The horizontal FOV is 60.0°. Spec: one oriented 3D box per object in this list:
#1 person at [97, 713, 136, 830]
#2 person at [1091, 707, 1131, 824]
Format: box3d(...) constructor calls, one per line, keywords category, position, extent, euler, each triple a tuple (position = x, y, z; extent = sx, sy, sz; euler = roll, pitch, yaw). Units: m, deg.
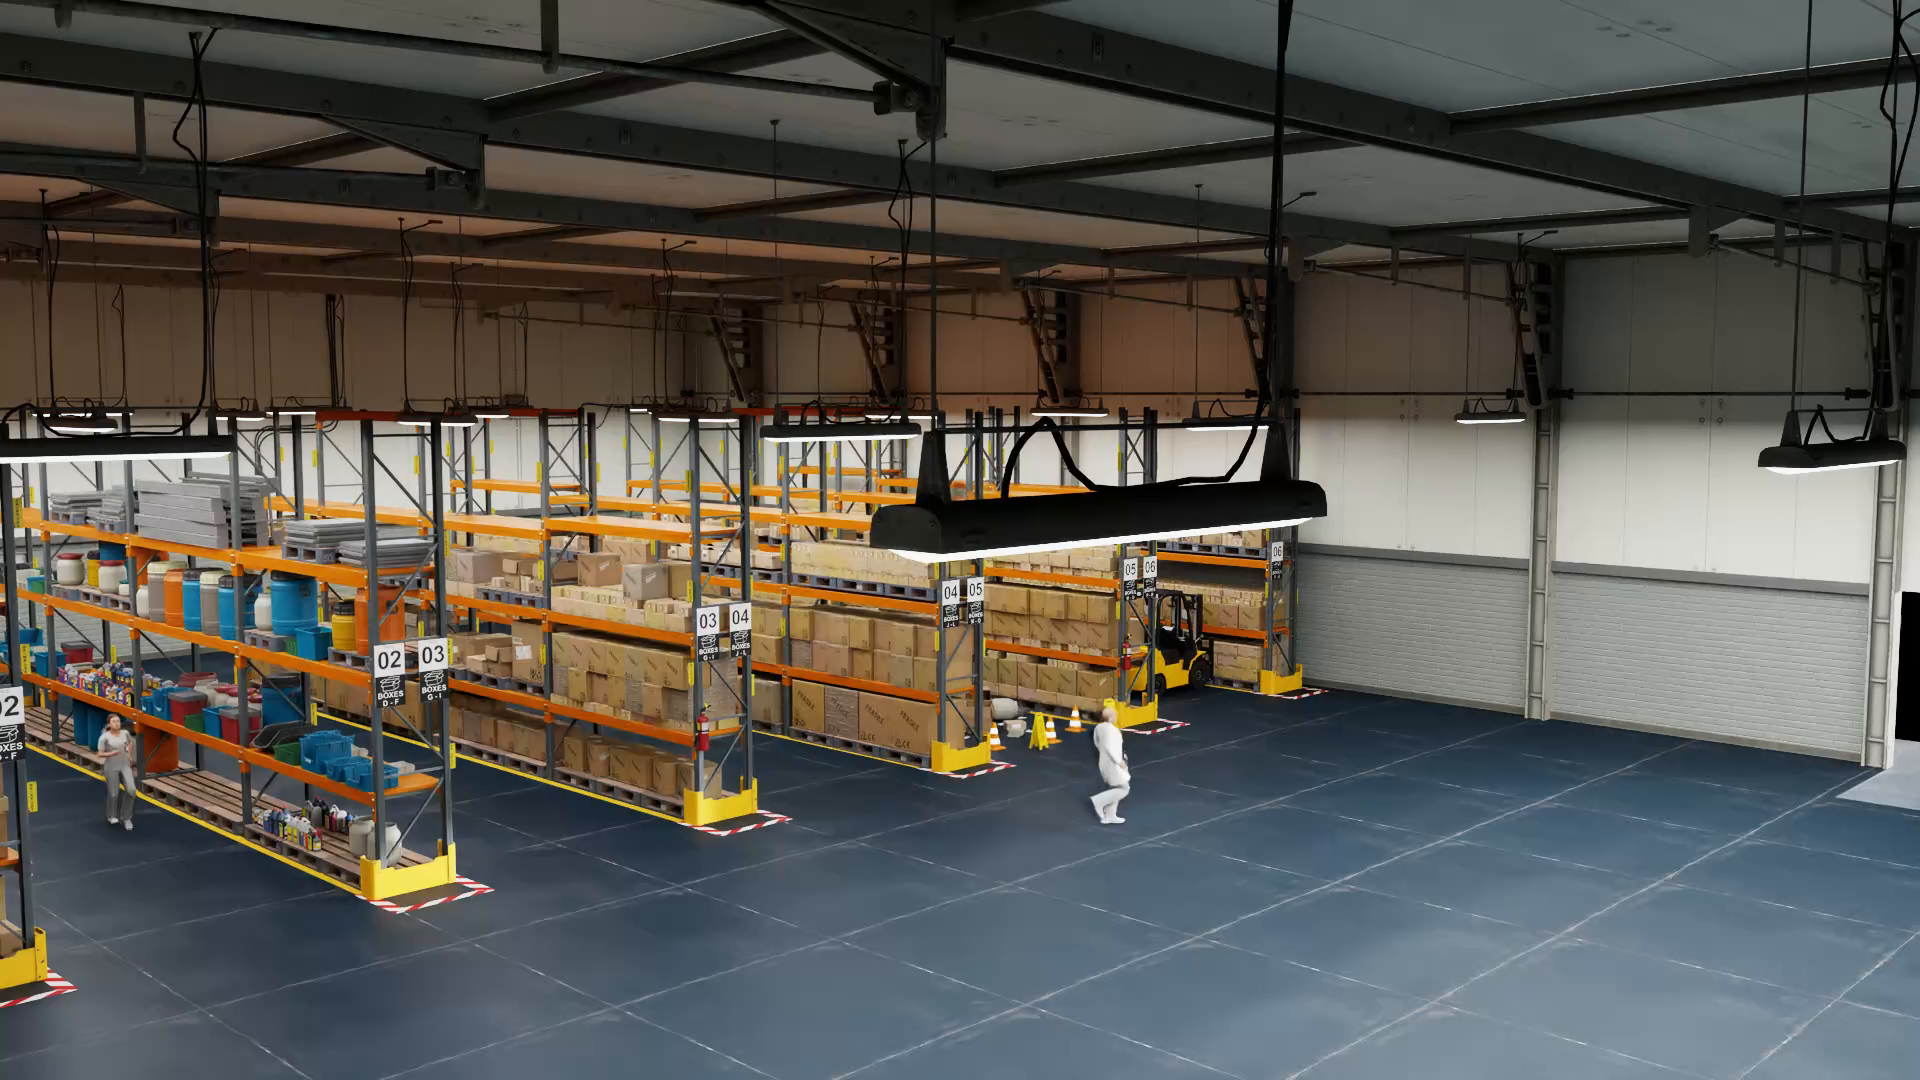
box3d(category="person", position=(-12.224, 3.362, 24.143), extent=(0.691, 1.705, 0.544), euler=(5, 7, 45))
box3d(category="person", position=(2.189, 3.313, 24.387), extent=(0.638, 1.733, 0.710), euler=(-1, 5, -16))
